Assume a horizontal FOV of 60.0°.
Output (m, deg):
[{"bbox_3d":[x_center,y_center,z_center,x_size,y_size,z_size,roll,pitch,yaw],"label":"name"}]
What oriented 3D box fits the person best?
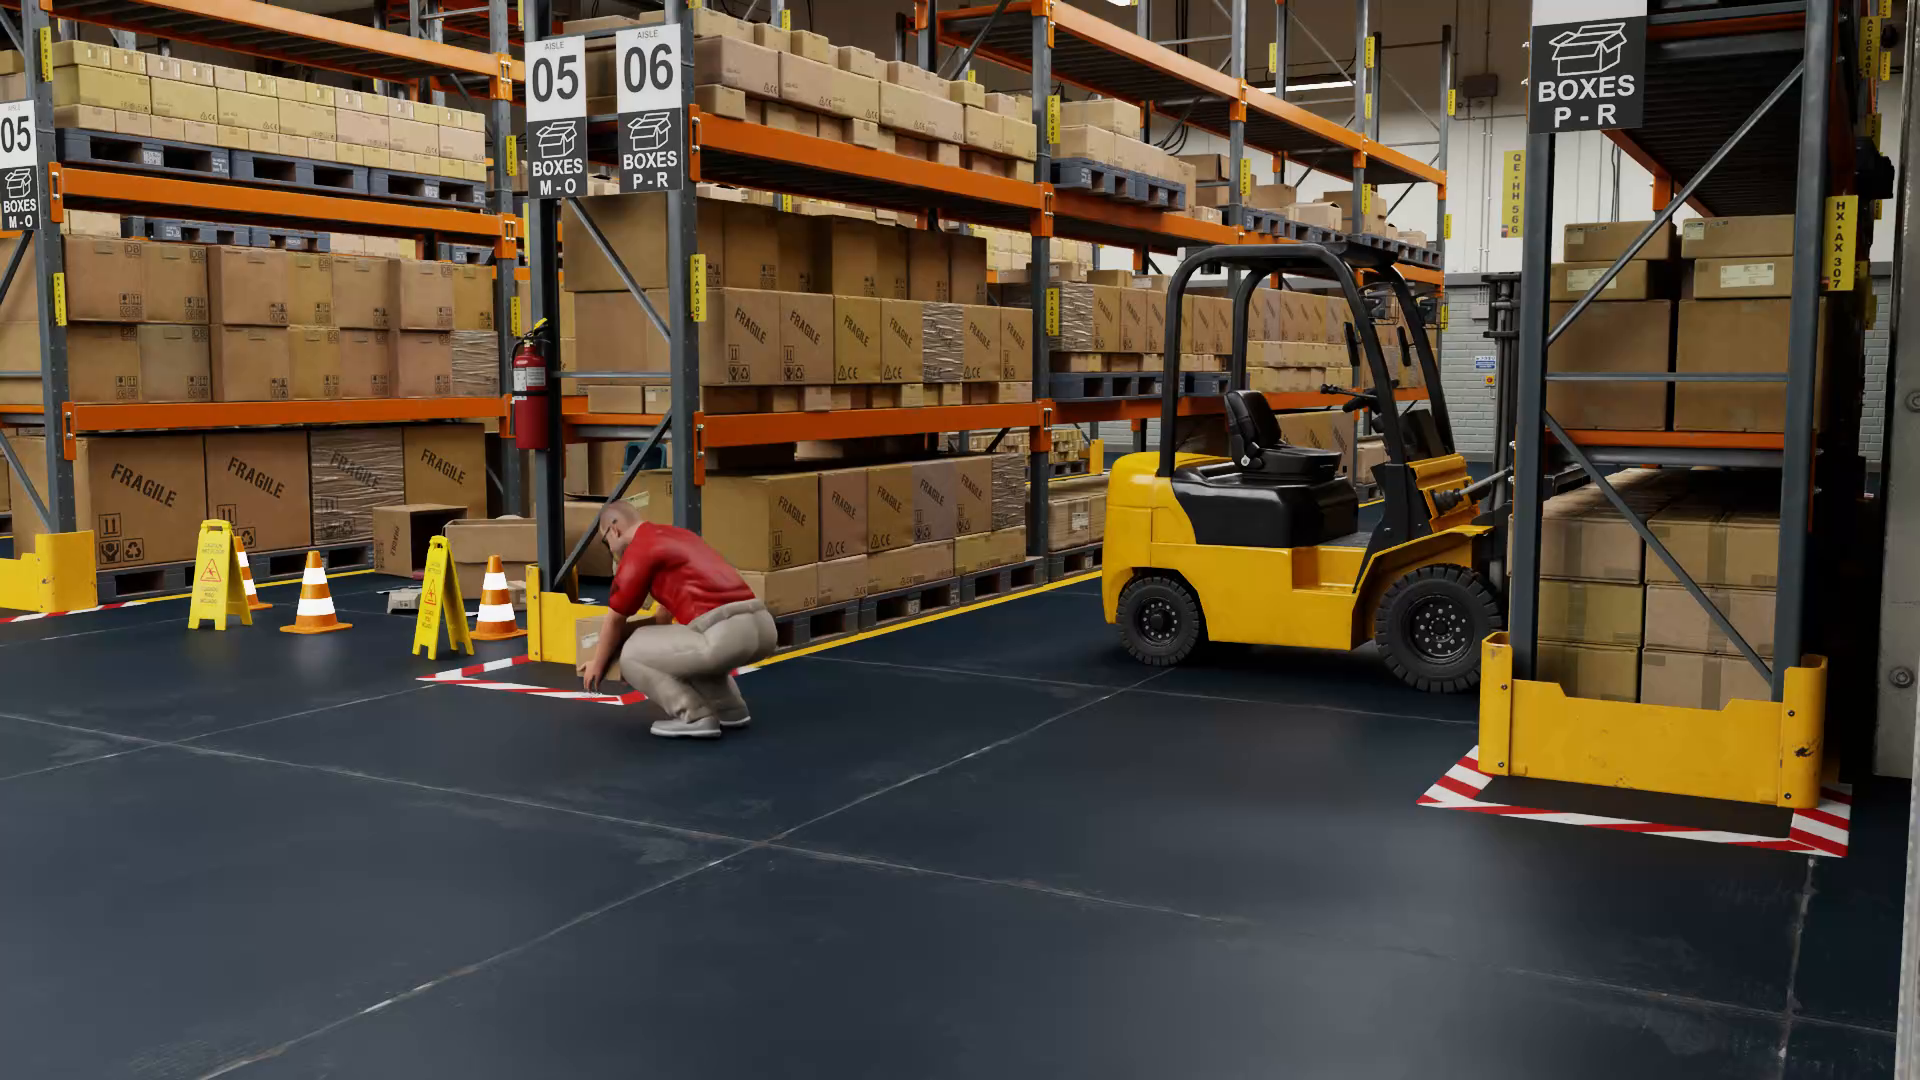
[{"bbox_3d":[-1.222,0.327,7.124,0.879,0.987,0.535,3,7,28],"label":"person"}]
